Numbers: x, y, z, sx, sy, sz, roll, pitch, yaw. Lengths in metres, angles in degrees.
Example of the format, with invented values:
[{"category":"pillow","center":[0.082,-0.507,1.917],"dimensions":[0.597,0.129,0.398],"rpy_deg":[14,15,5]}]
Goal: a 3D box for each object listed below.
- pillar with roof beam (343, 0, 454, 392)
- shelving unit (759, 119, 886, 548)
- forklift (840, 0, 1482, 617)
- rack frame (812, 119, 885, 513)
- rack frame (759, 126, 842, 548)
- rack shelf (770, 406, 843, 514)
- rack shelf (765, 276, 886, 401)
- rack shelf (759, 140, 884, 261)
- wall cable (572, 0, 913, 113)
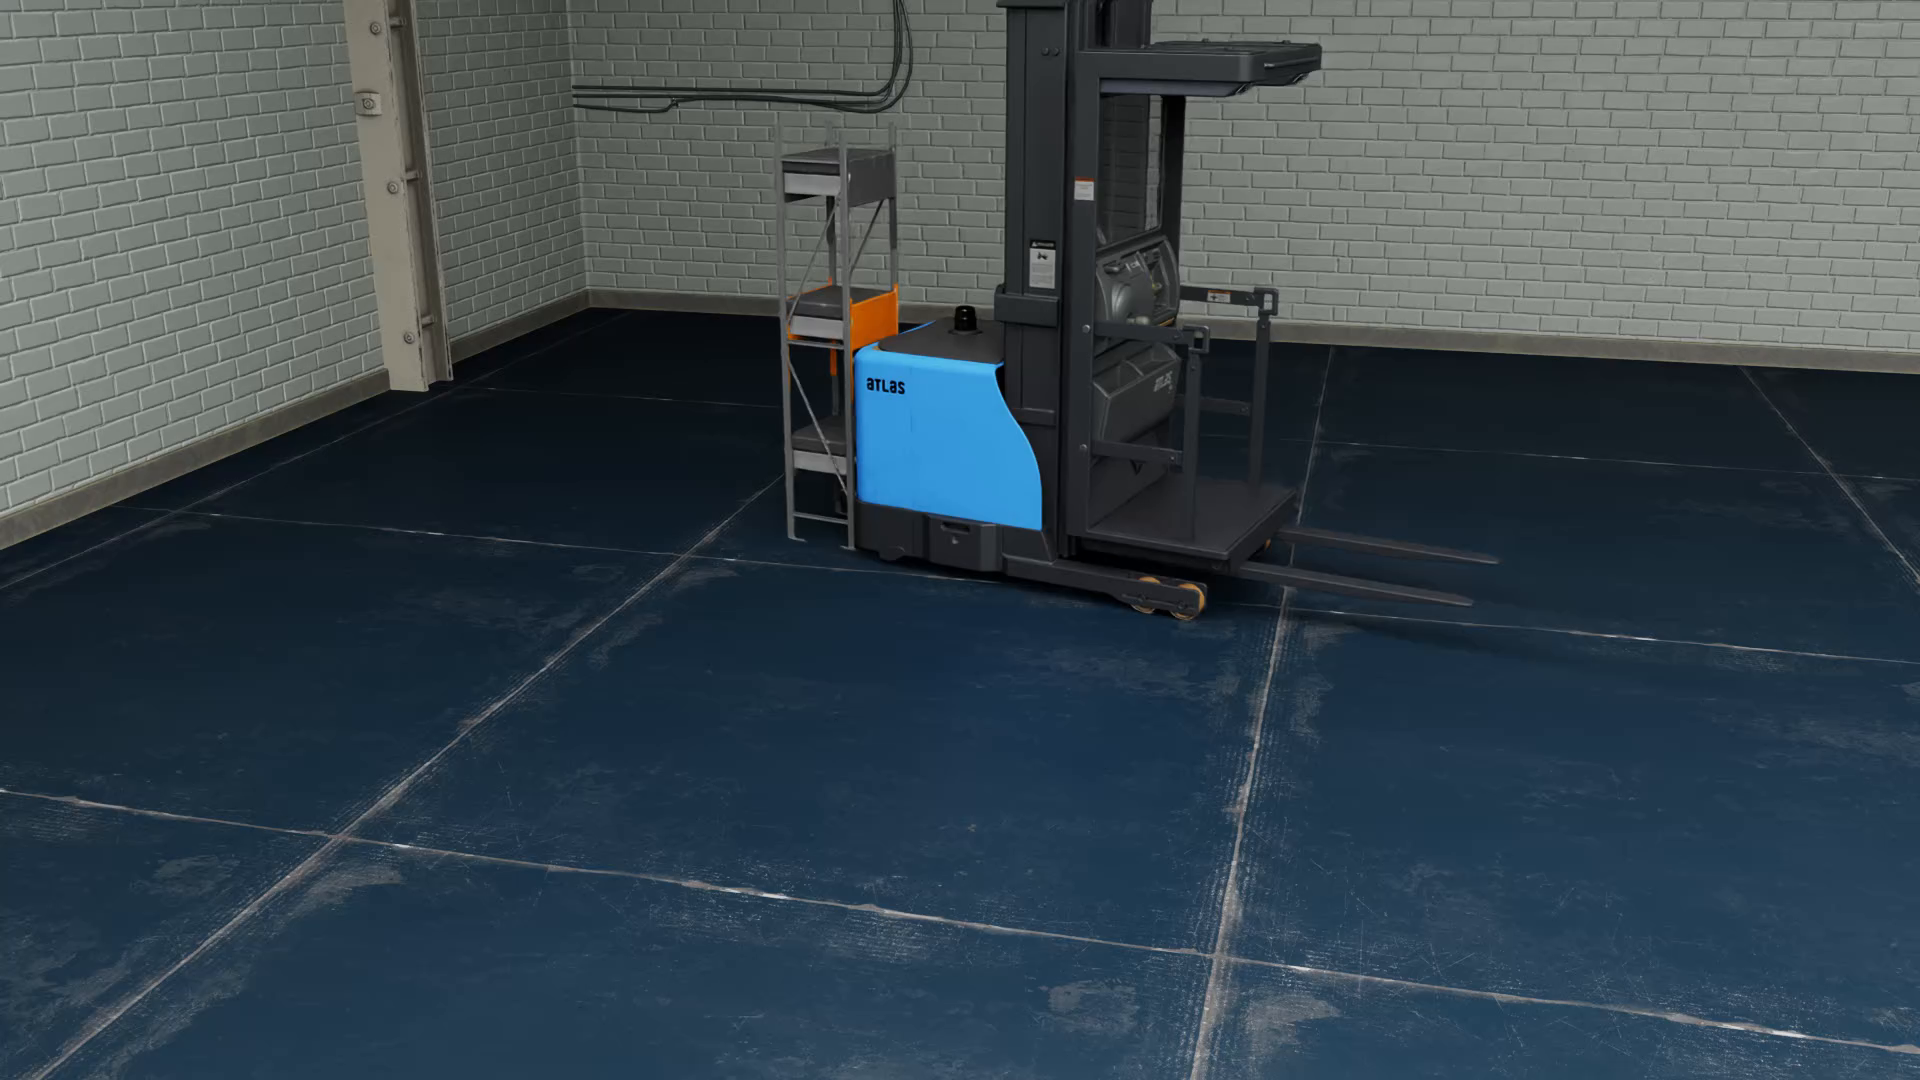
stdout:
[{"category":"pillar with roof beam","center":[0.289,-5.042,9.526],"dimensions":[9.100,9.000,0.400],"rpy_deg":[5,19,13]},{"category":"shelving unit","center":[-0.683,-1.053,8.521],"dimensions":[0.431,2.100,0.503],"rpy_deg":[9,21,25]},{"category":"forklift","center":[0.944,-1.228,7.749],"dimensions":[3.031,2.935,1.130],"rpy_deg":[10,21,26]},{"category":"rack frame","center":[-0.574,-1.123,8.728],"dimensions":[0.400,2.100,0.015],"rpy_deg":[9,21,25]},{"category":"rack frame","center":[-0.792,-0.982,8.315],"dimensions":[0.400,2.100,0.015],"rpy_deg":[9,21,25]},{"category":"rack shelf","center":[-0.683,-0.377,8.752],"dimensions":[0.431,0.518,0.480],"rpy_deg":[9,21,25]},{"category":"rack shelf","center":[-0.683,-1.040,8.526],"dimensions":[0.431,0.518,0.480],"rpy_deg":[9,21,25]},{"category":"rack shelf","center":[-0.683,-1.702,8.300],"dimensions":[0.431,0.518,0.480],"rpy_deg":[9,21,25]},{"category":"wall cable","center":[-1.884,-4.731,13.421],"dimensions":[3.097,2.526,0.112],"rpy_deg":[5,19,13]}]
